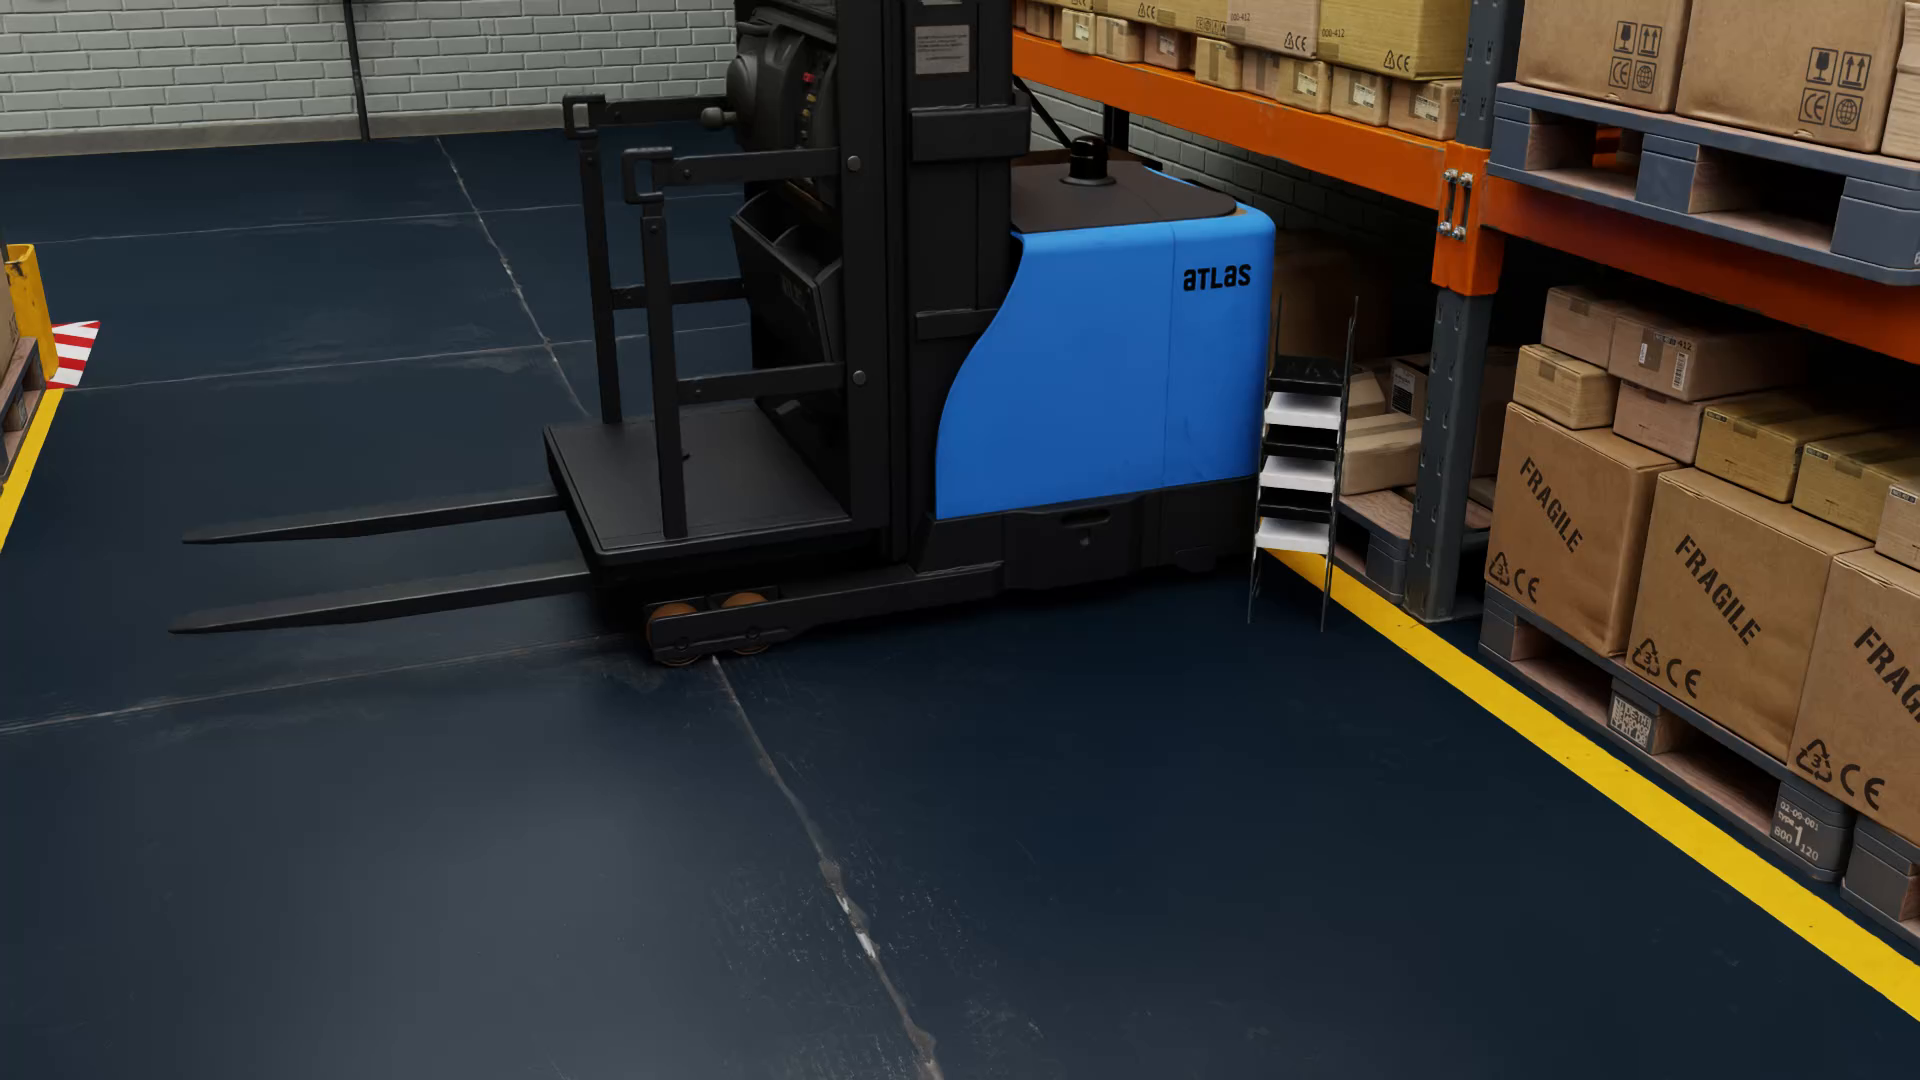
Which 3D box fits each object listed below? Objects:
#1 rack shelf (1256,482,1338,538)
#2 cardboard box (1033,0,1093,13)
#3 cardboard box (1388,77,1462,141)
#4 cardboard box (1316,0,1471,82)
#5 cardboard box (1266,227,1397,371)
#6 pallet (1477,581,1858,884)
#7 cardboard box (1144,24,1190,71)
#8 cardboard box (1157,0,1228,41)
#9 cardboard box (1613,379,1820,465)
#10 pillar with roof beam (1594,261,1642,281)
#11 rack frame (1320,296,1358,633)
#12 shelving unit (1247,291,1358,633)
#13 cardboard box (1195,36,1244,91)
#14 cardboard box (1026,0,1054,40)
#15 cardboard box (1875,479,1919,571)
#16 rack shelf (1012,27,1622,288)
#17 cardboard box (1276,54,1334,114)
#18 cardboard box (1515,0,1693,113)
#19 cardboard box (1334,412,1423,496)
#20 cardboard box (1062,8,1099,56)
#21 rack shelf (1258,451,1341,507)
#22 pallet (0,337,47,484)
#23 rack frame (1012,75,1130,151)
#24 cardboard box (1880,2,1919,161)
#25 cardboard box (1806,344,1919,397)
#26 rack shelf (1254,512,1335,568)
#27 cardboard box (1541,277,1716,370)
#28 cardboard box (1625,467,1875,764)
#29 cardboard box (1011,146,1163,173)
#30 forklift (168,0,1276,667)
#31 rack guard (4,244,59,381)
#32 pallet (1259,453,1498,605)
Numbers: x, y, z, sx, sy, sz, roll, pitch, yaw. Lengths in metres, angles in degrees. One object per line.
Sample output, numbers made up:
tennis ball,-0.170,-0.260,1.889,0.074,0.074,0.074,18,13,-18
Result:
rack shelf,0.944,-0.099,4.643,0.200,0.077,0.258,6,24,15
cardboard box,0.610,-2.180,6.371,0.500,0.250,0.500,-9,24,-20
cardboard box,1.405,-1.193,4.542,0.380,0.149,0.250,-8,24,-18
cardboard box,1.346,-1.447,4.631,0.500,0.250,0.500,-8,24,-18
cardboard box,1.101,-0.794,5.950,0.700,0.500,0.500,-9,25,-21
pallet,2.077,0.348,4.153,1.003,0.211,1.213,-8,24,-19
cardboard box,0.877,-1.756,5.878,0.380,0.149,0.250,-8,24,-19
cardboard box,0.992,-1.810,5.493,0.500,0.250,0.500,-9,24,-19
cardboard box,1.802,-0.311,3.969,0.380,0.149,0.250,-9,24,-20
pillar with roof beam,-1.676,-3.778,2.627,9.100,9.000,0.400,-8,24,-19
rack frame,1.042,-0.201,4.569,0.006,0.900,0.240,6,24,15
shelving unit,0.944,-0.212,4.595,0.210,0.900,0.258,6,24,15
cardboard box,0.995,-1.564,5.421,0.380,0.149,0.250,-9,24,-20
cardboard box,0.491,-2.131,6.768,0.380,0.149,0.250,-8,24,-17
cardboard box,2.067,-0.026,3.292,0.380,0.149,0.250,-8,24,-19
rack shelf,1.048,-1.623,6.164,1.077,0.370,4.000,-8,24,-19
cardboard box,1.179,-1.376,4.975,0.380,0.149,0.250,-8,24,-18
cardboard box,1.716,-1.261,3.710,0.700,0.500,0.500,-8,24,-18
cardboard box,1.283,-0.270,5.157,0.380,0.149,0.250,-9,25,-21
cardboard box,0.609,-1.933,6.298,0.380,0.149,0.250,-9,24,-20
rack shelf,0.944,-0.182,4.608,0.200,0.077,0.258,6,24,15
pallet,-3.945,-0.434,6.007,1.003,0.211,1.213,-8,24,-19
rack frame,0.341,-2.681,7.749,1.000,3.000,0.127,-8,24,-19
cardboard box,1.886,-0.802,2.922,0.396,0.266,0.258,-7,24,-16
cardboard box,2.252,-0.379,4.130,0.380,0.149,0.250,-8,24,-19
rack shelf,0.944,-0.016,4.678,0.200,0.077,0.258,6,24,15
cardboard box,1.689,-0.547,4.144,0.380,0.149,0.250,-9,24,-20
cardboard box,1.912,0.130,3.758,0.500,0.500,0.500,-9,24,-20
cardboard box,0.469,-1.489,7.594,0.797,0.503,0.637,-9,25,-21
forklift,-0.667,-1.244,4.428,3.031,2.935,1.130,-8,24,-19
rack guard,-4.310,-0.855,6.636,1.175,0.500,0.348,-8,24,-19
pallet,1.513,-0.192,5.434,1.003,0.211,1.213,-8,24,-19
